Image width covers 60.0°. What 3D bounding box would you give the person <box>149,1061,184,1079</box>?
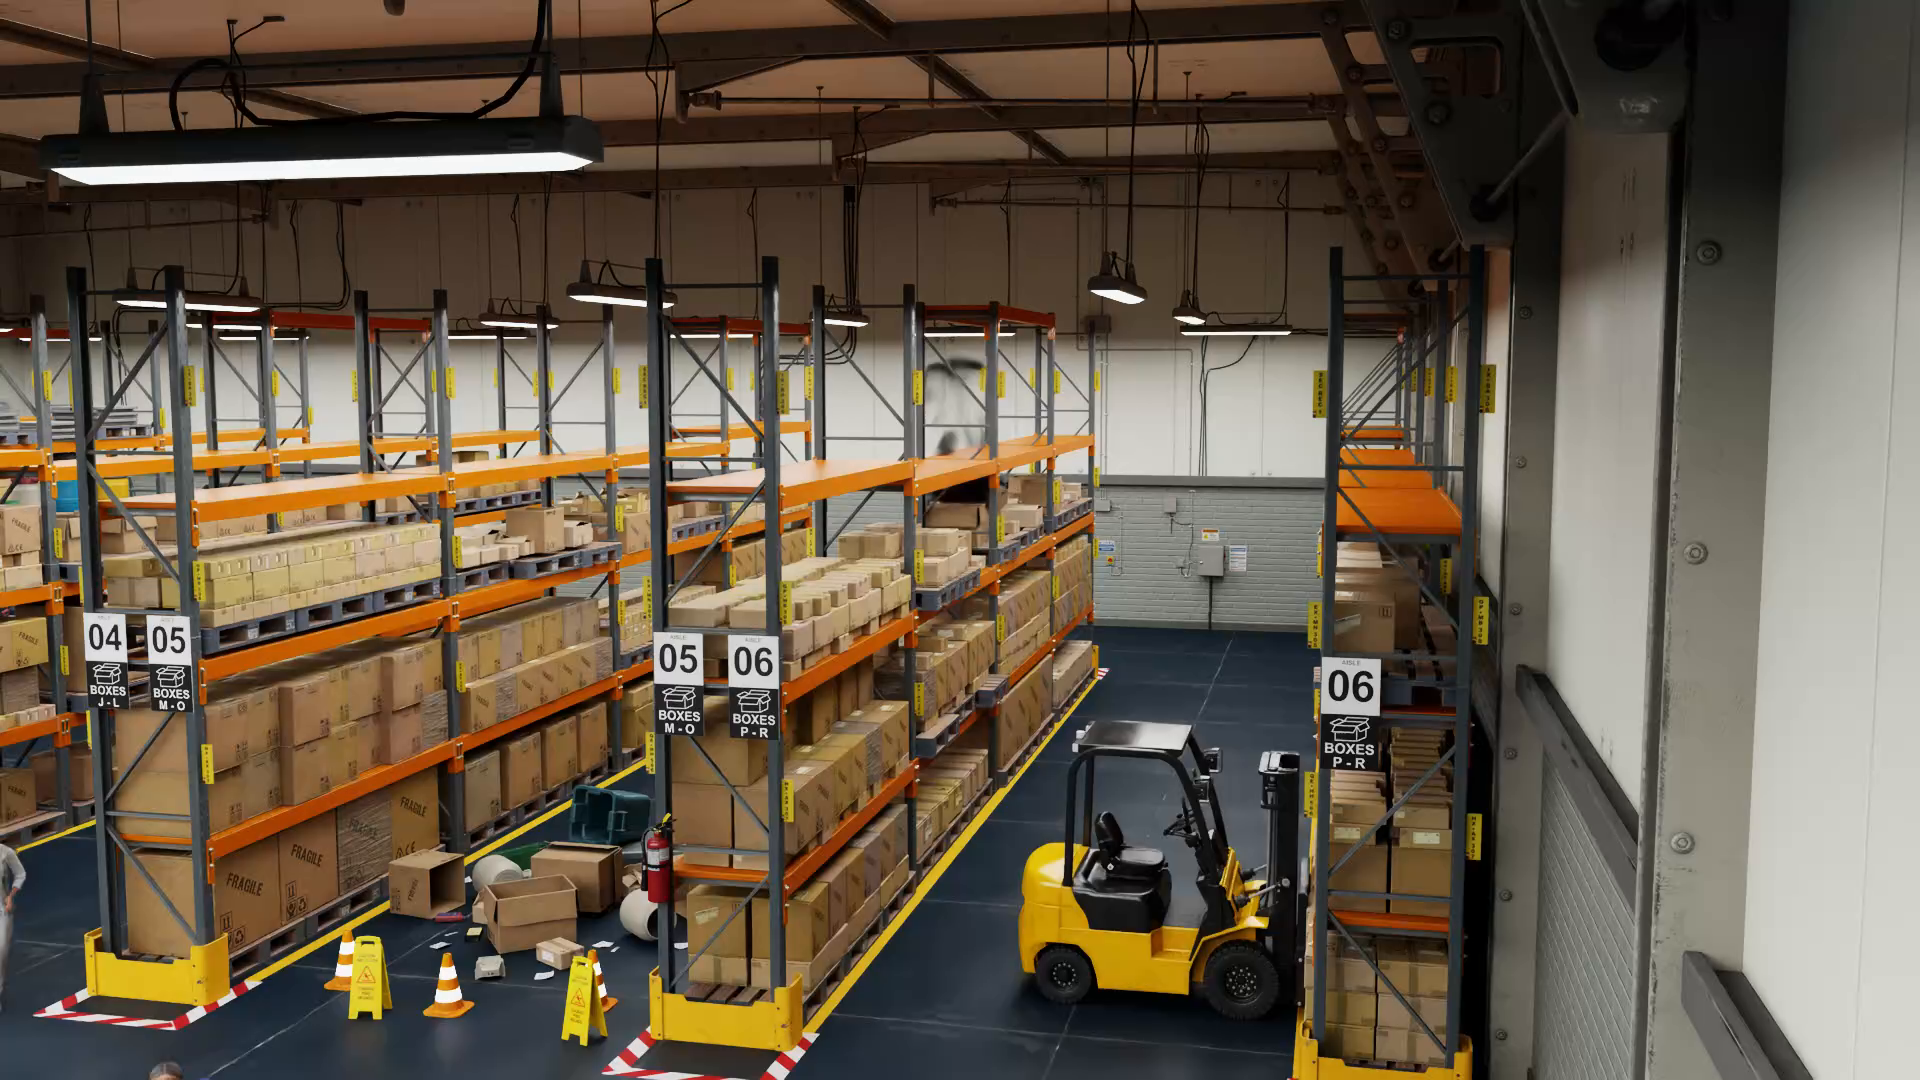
[{"bbox_3d":[-4.158,3.476,8.795,0.557,1.578,0.868,-3,6,-24],"label":"person"}]

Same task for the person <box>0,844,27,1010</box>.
[{"bbox_3d":[-7.927,3.038,13.591,0.547,1.567,0.549,-3,7,-30],"label":"person"}]
